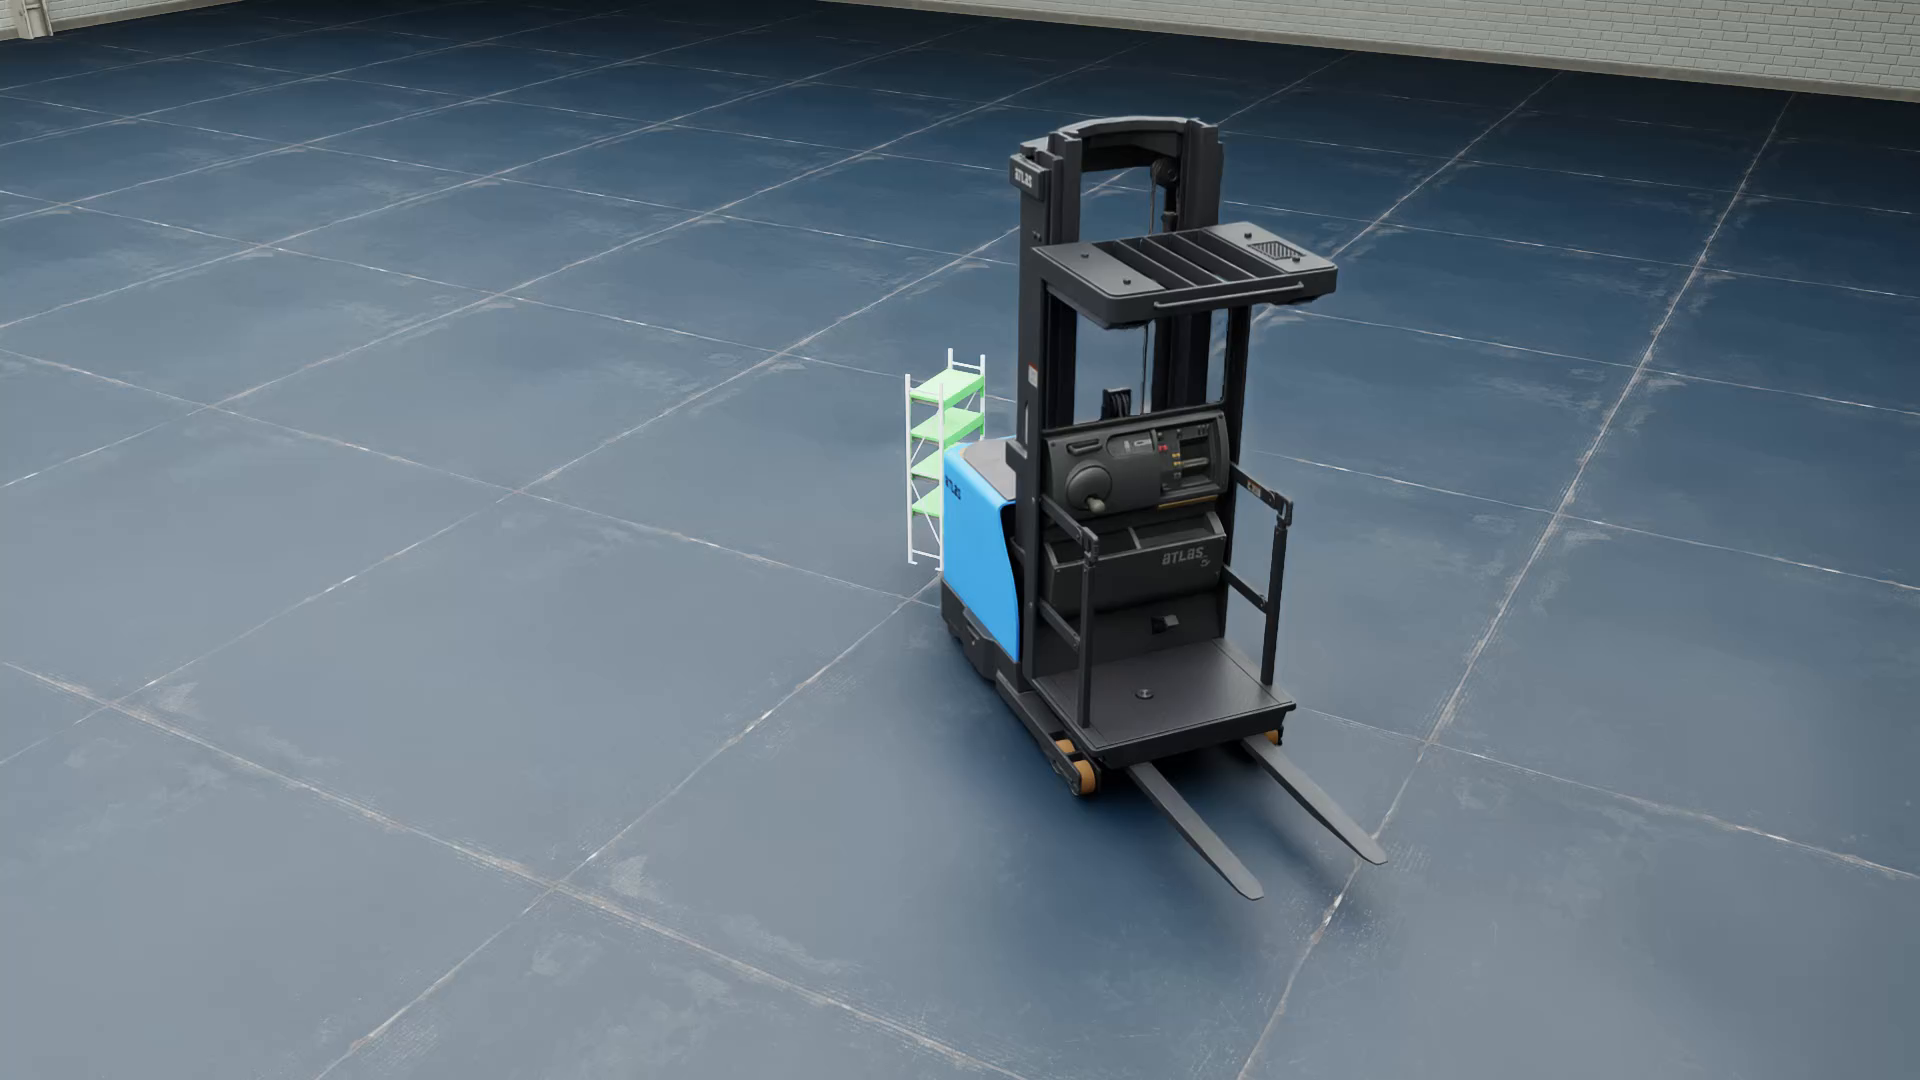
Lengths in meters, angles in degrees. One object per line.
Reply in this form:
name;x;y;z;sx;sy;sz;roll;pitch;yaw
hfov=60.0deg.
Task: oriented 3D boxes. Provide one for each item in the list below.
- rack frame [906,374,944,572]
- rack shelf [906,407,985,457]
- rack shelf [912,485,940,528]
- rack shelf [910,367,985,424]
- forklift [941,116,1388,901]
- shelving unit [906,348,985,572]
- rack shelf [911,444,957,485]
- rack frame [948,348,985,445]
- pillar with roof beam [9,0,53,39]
rack frame;-0.201;-0.377;9.663;0.240;1.200;0.015;14;30;26
rack shelf;-0.081;-0.629;9.774;0.258;0.148;0.480;14;30;26
rack shelf;-0.081;-0.200;9.989;0.258;0.148;0.480;14;30;26
rack shelf;-0.081;-0.844;9.666;0.258;0.148;0.480;14;30;26
forklift;0.926;-0.321;7.617;1.130;2.935;3.031;-10;28;-20
shelving unit;-0.081;-0.472;9.853;0.258;1.200;0.503;14;30;26
rack shelf;-0.081;-0.415;9.881;0.258;0.148;0.480;14;30;26
rack frame;0.039;-0.567;10.043;0.240;1.200;0.015;14;30;26
pillar with roof beam;-10.672;-10.935;22.042;9.100;9.000;0.400;14;30;26
